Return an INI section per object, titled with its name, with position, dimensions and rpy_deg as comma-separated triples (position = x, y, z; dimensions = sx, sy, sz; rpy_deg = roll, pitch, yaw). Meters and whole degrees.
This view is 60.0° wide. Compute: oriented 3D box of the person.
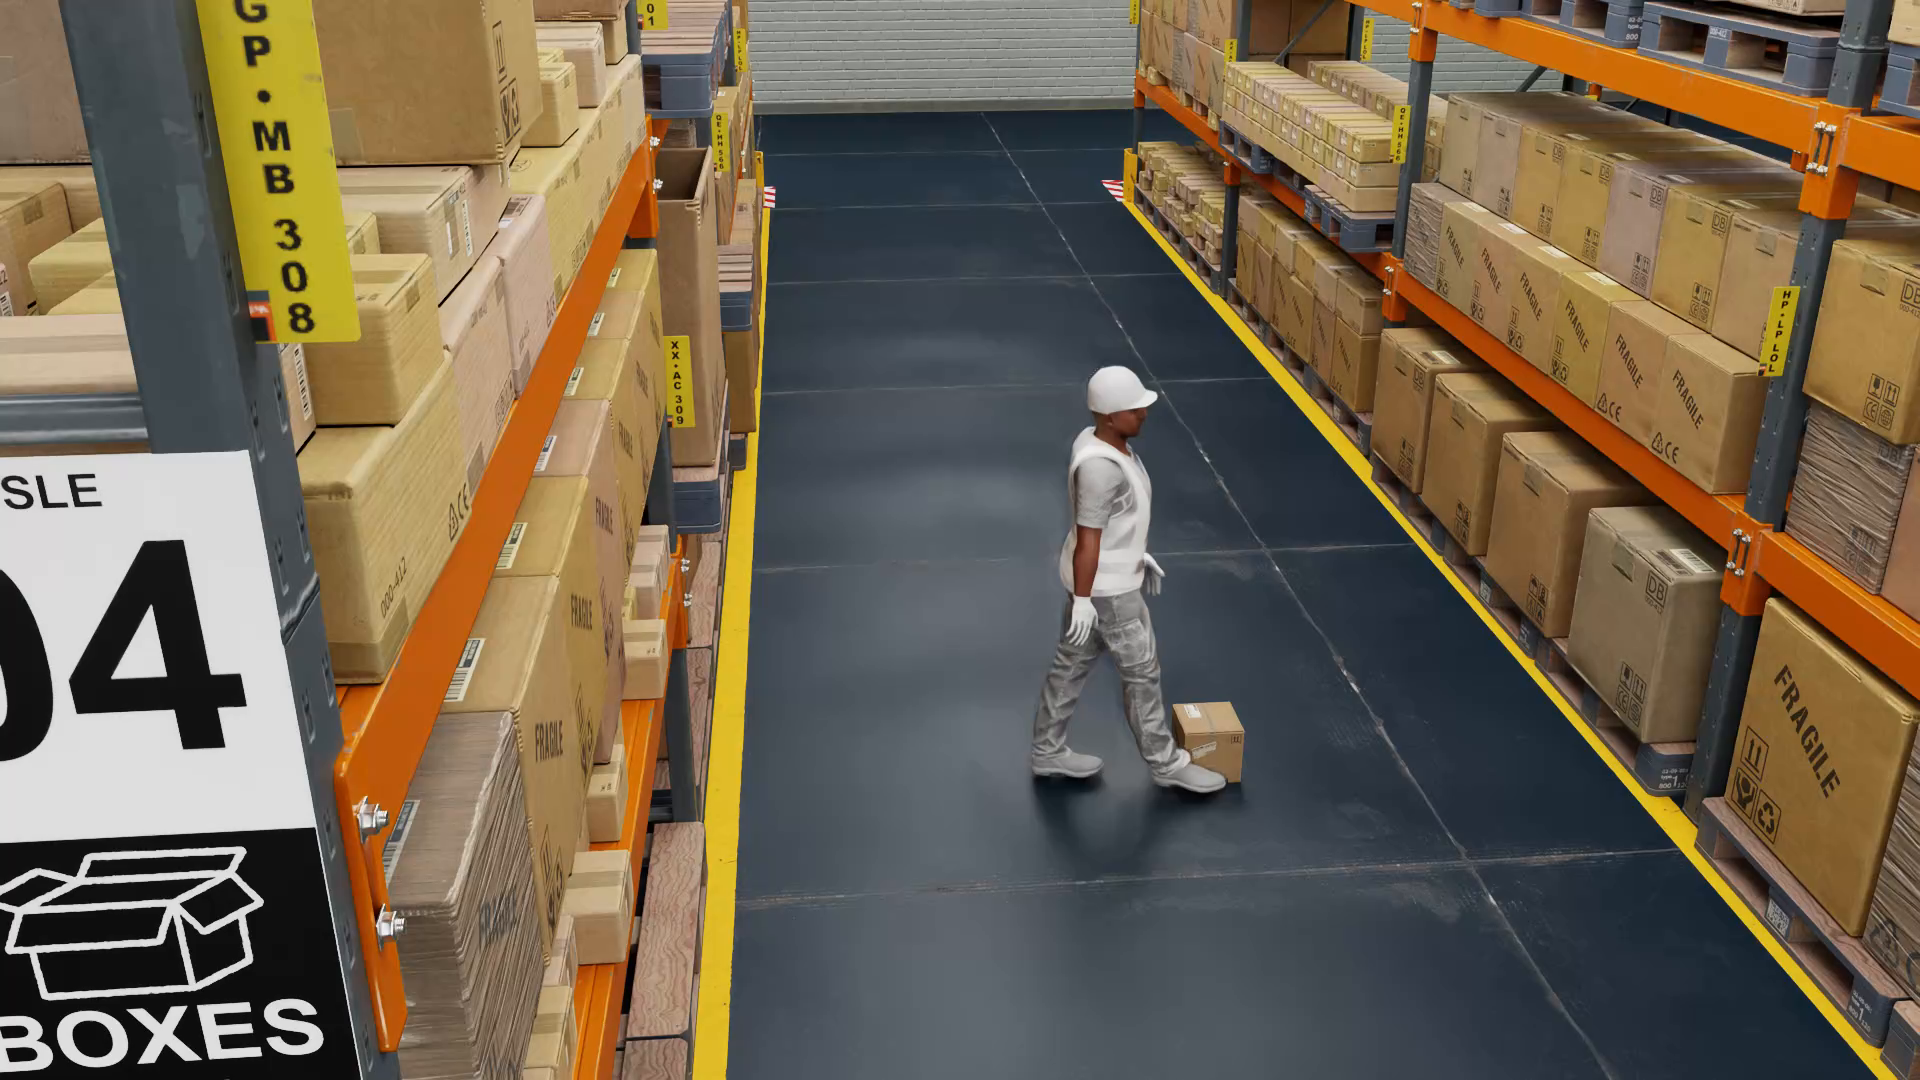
[person]
position = 0.695, 0.154, 6.666
dimensions = 0.797, 1.760, 0.599
rpy_deg = 0, 24, 0
